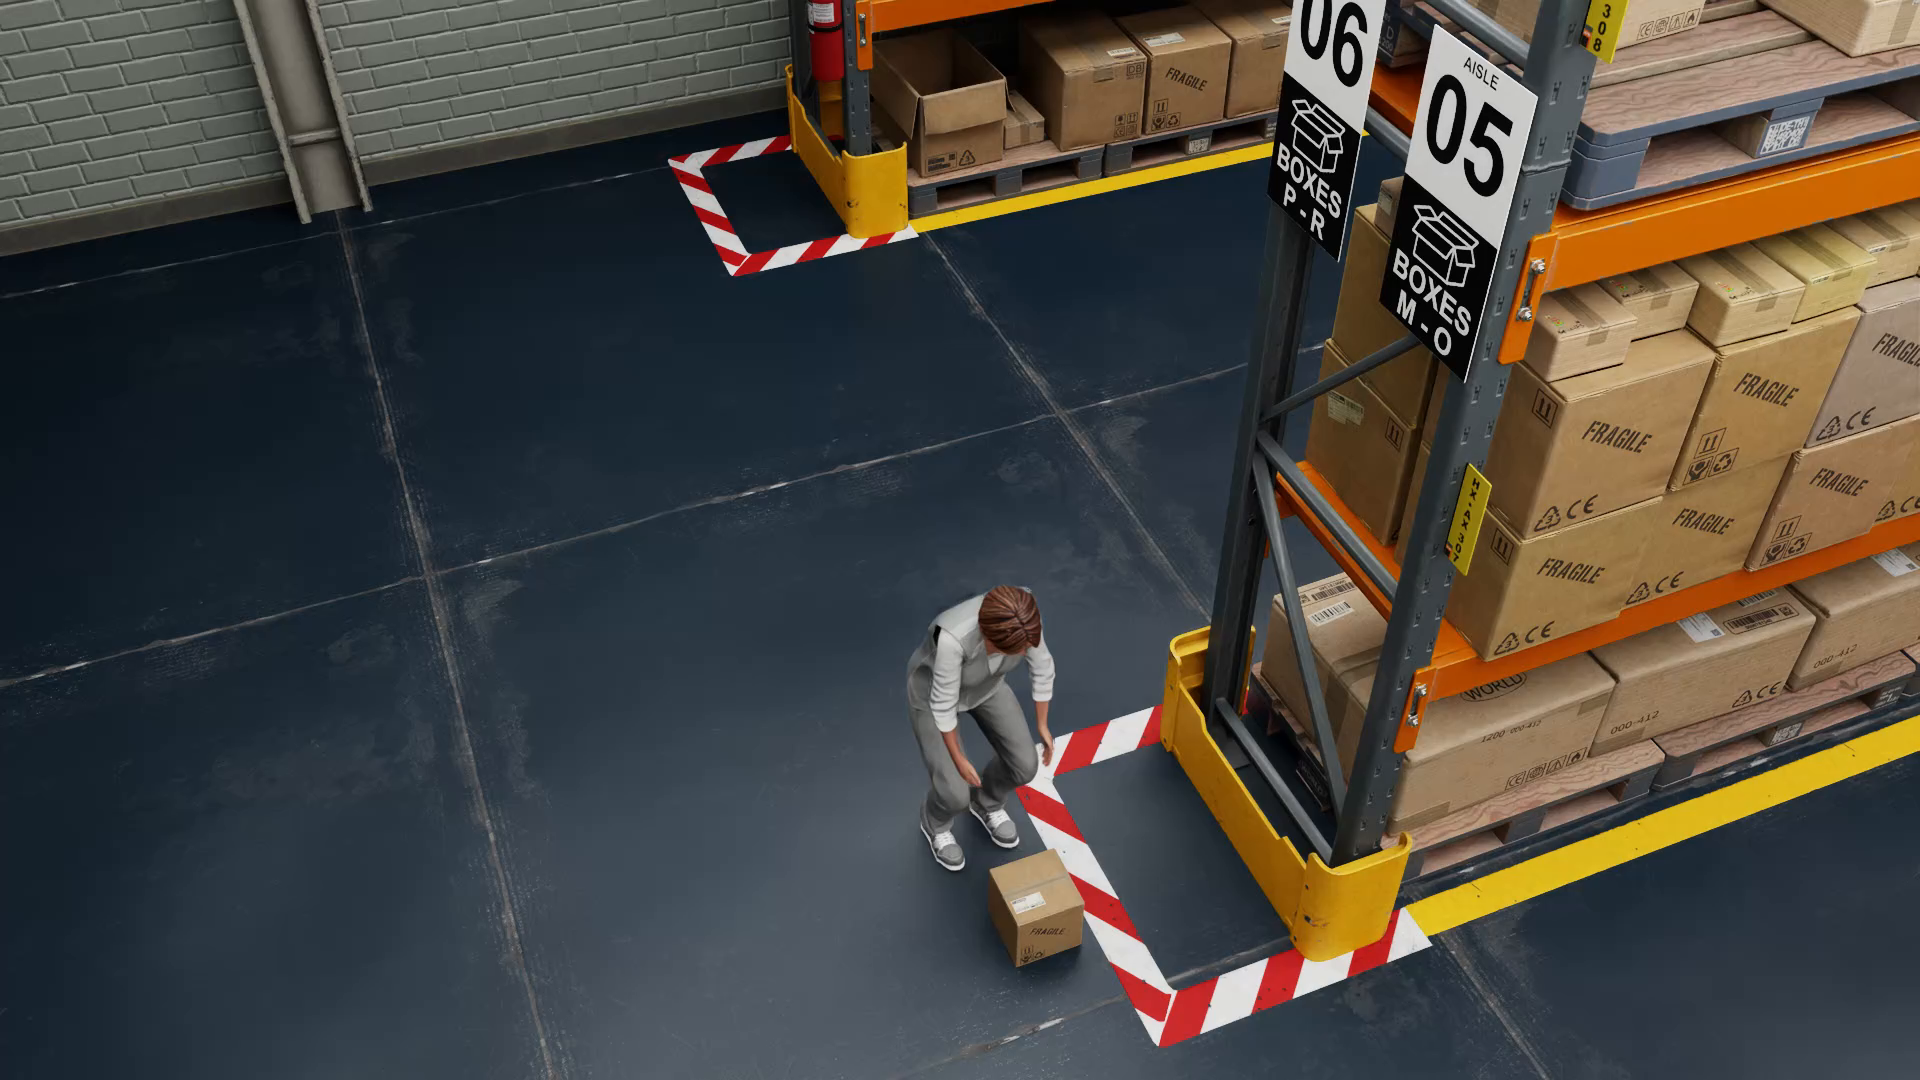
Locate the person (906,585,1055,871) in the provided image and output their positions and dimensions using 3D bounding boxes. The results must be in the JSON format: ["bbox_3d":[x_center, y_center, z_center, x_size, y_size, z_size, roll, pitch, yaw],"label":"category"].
[{"bbox_3d":[0.075,0.590,5.687,0.458,1.381,0.581,-20,46,-21],"label":"person"}]
